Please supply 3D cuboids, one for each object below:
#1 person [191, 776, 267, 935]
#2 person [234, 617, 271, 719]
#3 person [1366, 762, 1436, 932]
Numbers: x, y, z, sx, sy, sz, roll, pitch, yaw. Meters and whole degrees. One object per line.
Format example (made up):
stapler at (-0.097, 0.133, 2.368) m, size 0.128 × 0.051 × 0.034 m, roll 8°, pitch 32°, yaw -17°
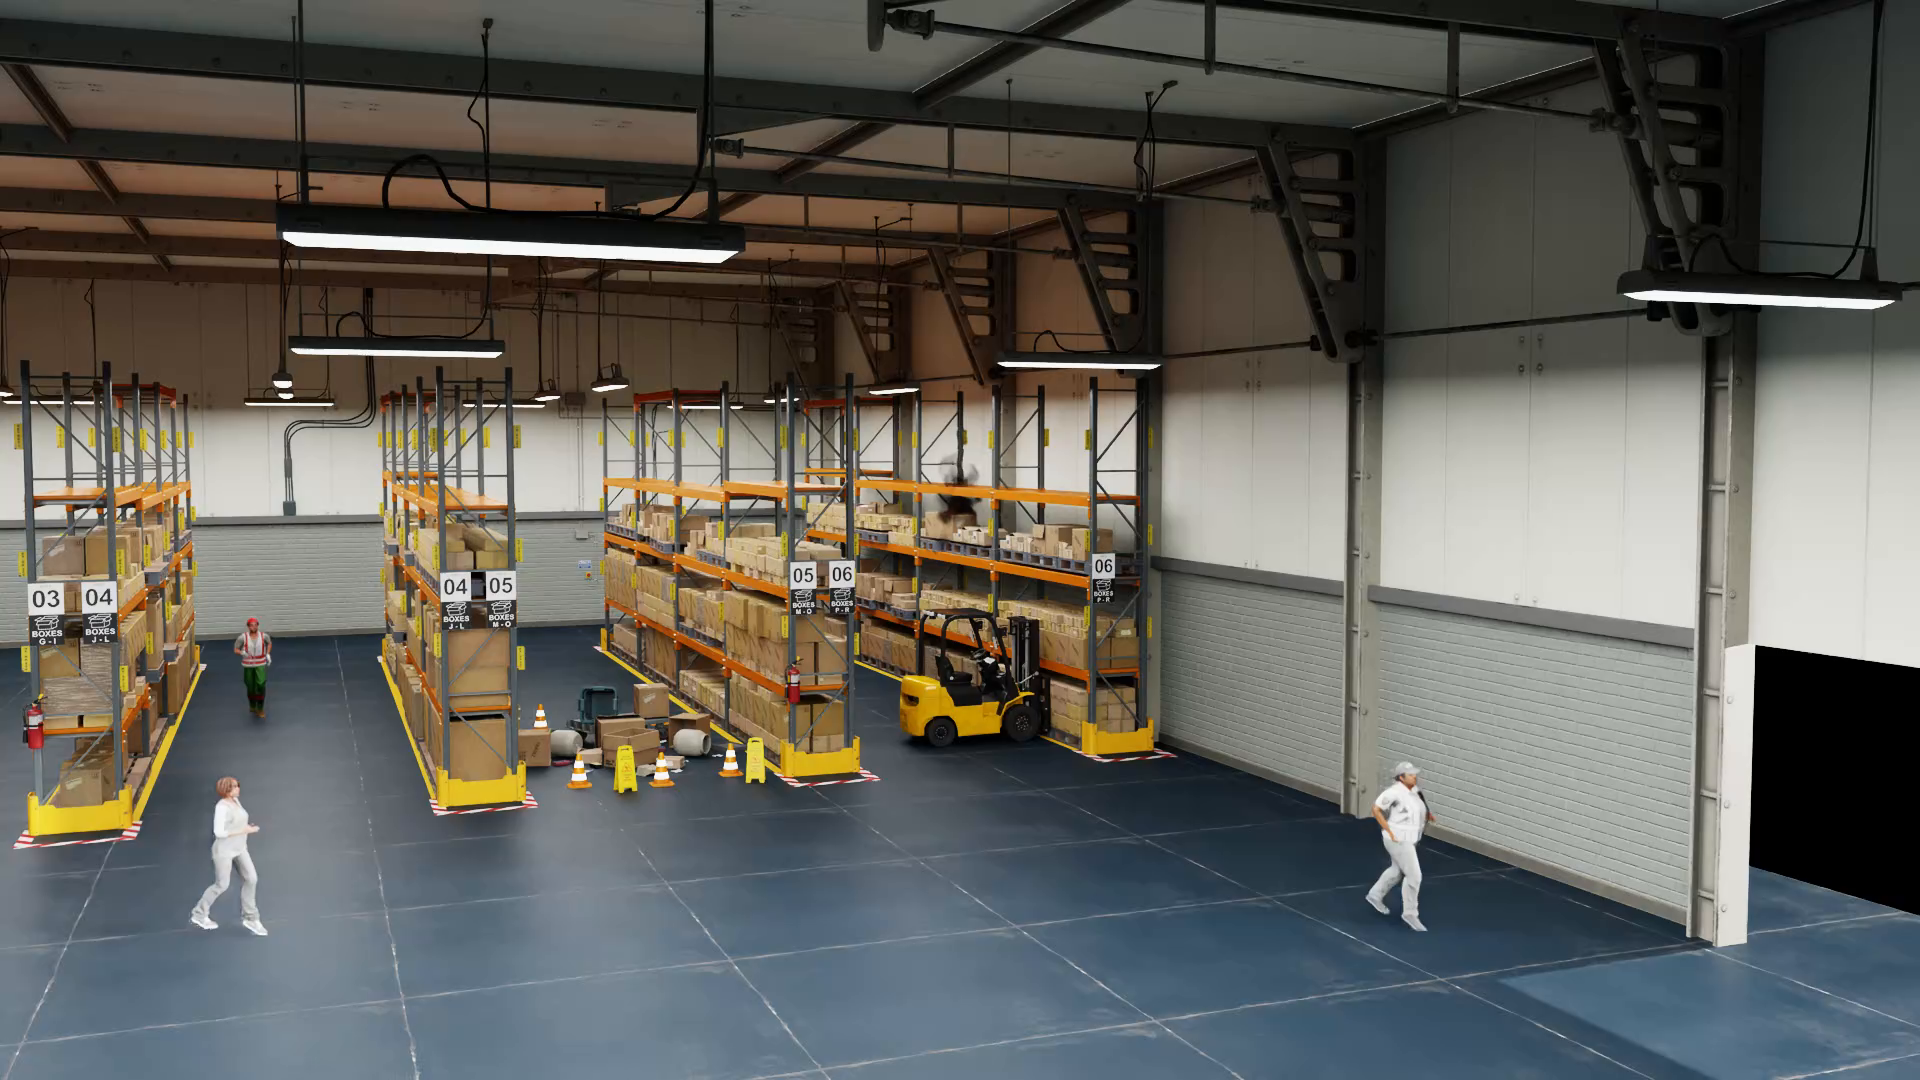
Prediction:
person at (-7.396, 3.191, 16.765) m, size 0.751 × 1.645 × 0.522 m, roll 0°, pitch 3°, yaw 6°
person at (-12.764, 2.314, 30.027) m, size 0.633 × 1.839 × 0.778 m, roll -2°, pitch 4°, yaw -24°
person at (4.563, 3.138, 17.232) m, size 0.728 × 1.719 × 0.596 m, roll 3°, pitch 4°, yaw 40°
